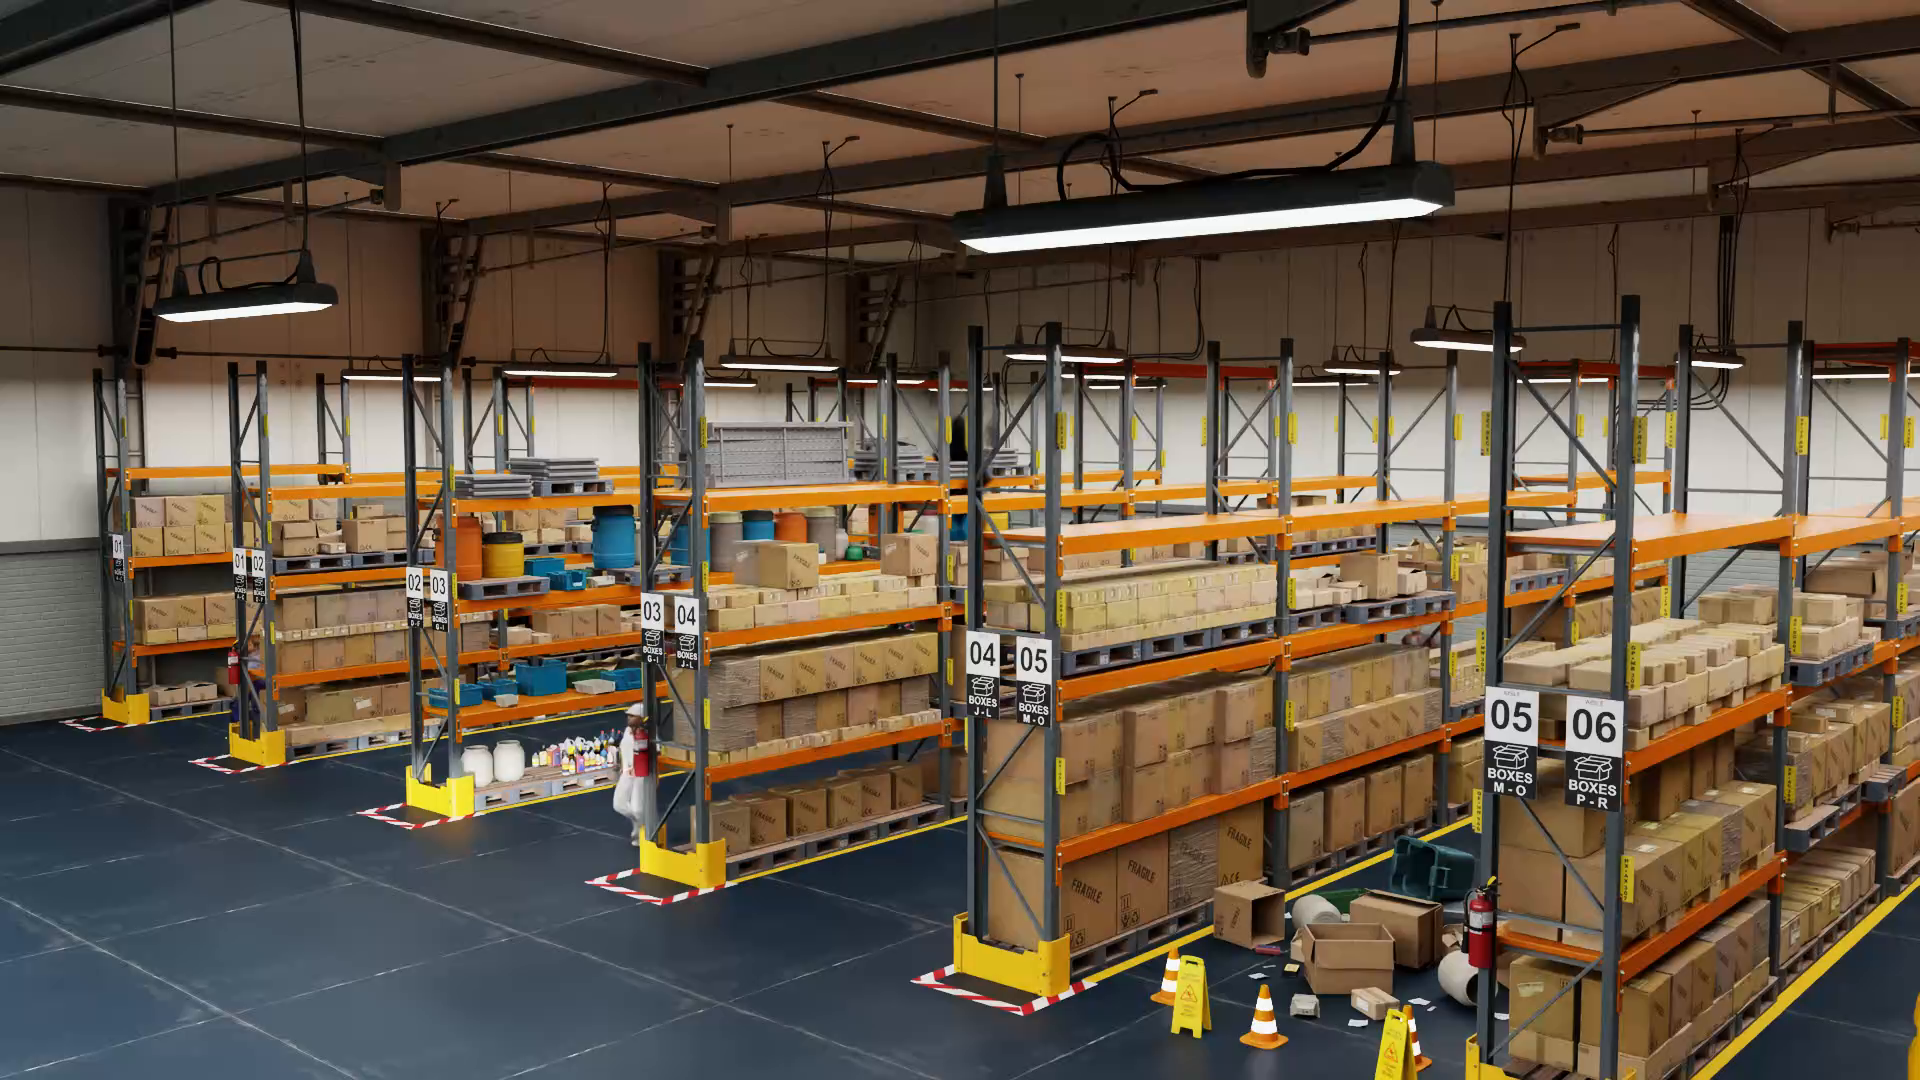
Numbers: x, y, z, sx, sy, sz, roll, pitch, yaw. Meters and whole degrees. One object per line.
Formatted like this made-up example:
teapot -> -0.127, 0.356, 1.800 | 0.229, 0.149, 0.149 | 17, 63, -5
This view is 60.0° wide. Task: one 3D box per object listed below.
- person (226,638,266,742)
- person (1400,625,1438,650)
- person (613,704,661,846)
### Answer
person -> -11.324, 2.409, 26.717 | 0.620, 1.669, 0.845 | 3, 5, 35
person -> 7.823, 2.223, 28.478 | 0.756, 1.708, 0.674 | 3, 5, 36
person -> -3.905, 2.828, 20.003 | 0.704, 1.727, 0.559 | 3, 5, 38
